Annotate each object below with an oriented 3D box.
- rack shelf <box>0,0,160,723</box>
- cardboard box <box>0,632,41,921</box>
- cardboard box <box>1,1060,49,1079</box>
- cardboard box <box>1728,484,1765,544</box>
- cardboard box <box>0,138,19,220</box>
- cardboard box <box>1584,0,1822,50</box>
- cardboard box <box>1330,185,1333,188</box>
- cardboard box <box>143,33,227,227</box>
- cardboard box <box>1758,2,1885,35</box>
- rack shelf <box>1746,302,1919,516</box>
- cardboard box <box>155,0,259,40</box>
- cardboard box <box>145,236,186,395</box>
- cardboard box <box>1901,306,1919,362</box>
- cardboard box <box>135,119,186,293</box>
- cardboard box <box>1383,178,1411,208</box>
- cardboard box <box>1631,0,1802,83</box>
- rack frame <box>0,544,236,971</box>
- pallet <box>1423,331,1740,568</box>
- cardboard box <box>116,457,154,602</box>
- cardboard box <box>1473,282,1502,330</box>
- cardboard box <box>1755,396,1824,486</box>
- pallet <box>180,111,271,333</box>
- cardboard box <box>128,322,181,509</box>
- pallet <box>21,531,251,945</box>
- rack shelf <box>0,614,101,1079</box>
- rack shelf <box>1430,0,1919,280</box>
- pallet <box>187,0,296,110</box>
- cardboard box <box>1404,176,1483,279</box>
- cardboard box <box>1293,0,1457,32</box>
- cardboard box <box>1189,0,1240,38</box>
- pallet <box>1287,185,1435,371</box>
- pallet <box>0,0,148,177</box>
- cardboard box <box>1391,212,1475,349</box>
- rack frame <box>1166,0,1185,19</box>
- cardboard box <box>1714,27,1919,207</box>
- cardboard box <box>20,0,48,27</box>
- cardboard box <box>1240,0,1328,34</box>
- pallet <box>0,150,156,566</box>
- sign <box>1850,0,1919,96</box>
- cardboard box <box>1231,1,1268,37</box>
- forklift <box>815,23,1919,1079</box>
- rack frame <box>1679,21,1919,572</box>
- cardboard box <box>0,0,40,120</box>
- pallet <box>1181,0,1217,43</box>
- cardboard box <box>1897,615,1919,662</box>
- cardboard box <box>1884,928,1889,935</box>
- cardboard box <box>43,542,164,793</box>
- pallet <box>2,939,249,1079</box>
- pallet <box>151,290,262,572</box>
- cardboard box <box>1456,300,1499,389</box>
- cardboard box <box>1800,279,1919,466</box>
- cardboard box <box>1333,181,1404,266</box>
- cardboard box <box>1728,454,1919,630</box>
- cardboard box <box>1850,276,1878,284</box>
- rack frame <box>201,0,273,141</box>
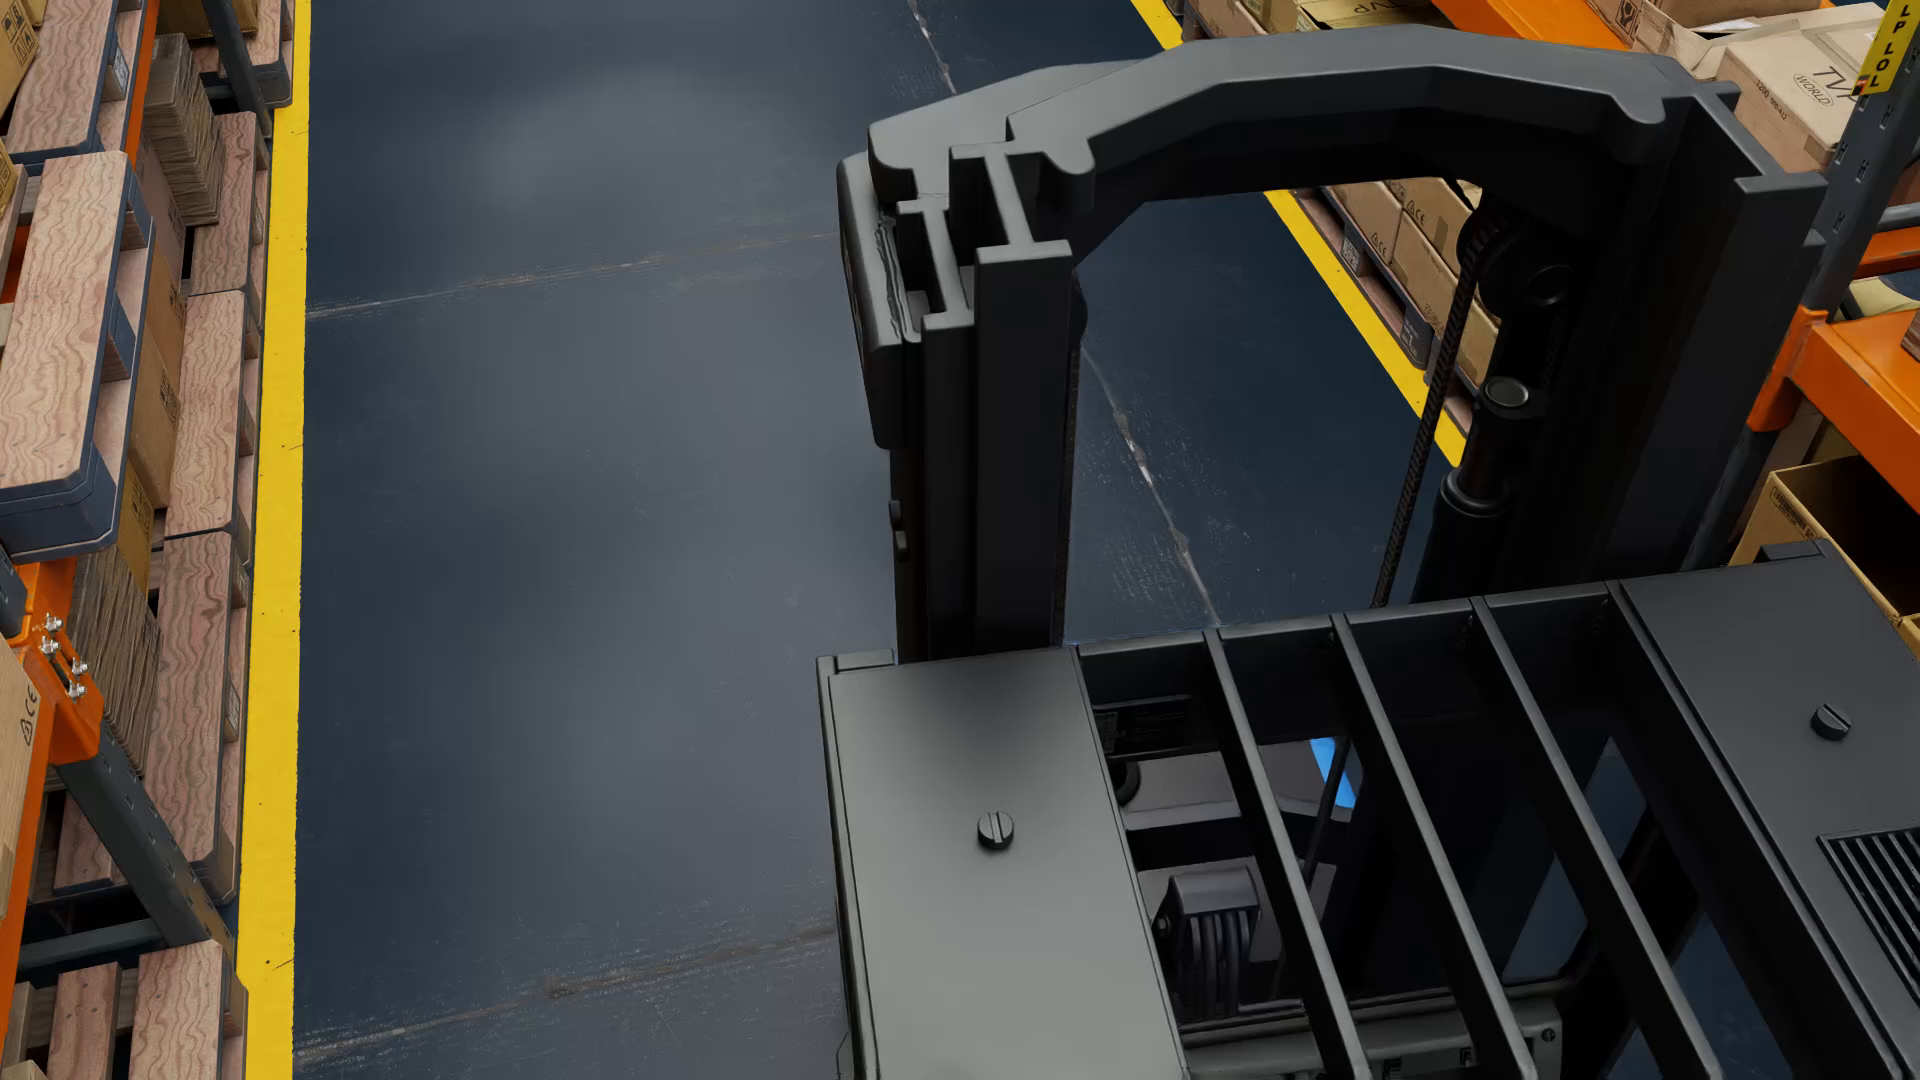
[{"bbox_3d":[-2.828,-1.020,4.653,1.077,0.370,4.000,-11,47,-10],"label":"rack shelf"},{"bbox_3d":[-1.902,0.426,2.824,0.500,0.250,0.500,-11,47,-10],"label":"cardboard box"},{"bbox_3d":[-2.150,1.310,3.542,0.380,0.166,0.250,-16,48,-15],"label":"cardboard box"},{"bbox_3d":[2.085,-0.218,4.994,0.500,0.250,0.500,-11,47,-11],"label":"cardboard box"},{"bbox_3d":[-2.550,-0.825,3.580,0.700,0.500,0.500,-6,46,-6],"label":"cardboard box"},{"bbox_3d":[2.156,-1.732,4.777,0.500,0.500,0.500,-8,46,-7],"label":"cardboard box"},{"bbox_3d":[1.566,-1.626,6.374,0.500,0.250,0.500,-12,47,-11],"label":"cardboard box"},{"bbox_3d":[-3.106,-1.445,6.008,0.700,0.500,0.500,-10,46,-10],"label":"cardboard box"},{"bbox_3d":[2.442,-1.361,4.659,0.380,0.149,0.250,-11,47,-10],"label":"cardboard box"},{"bbox_3d":[2.983,0.833,2.837,1.077,0.370,4.000,-11,47,-10],"label":"rack shelf"},{"bbox_3d":[-3.402,-2.579,6.889,0.750,0.750,0.750,-11,47,-11],"label":"cardboard box"},{"bbox_3d":[-2.932,-0.730,5.307,0.700,0.500,0.500,-11,47,-11],"label":"cardboard box"},{"bbox_3d":[2.591,-0.529,3.599,0.700,0.500,0.500,-12,47,-11],"label":"cardboard box"},{"bbox_3d":[-3.086,-1.068,5.638,0.700,0.500,0.500,-11,47,-10],"label":"cardboard box"},{"bbox_3d":[1.701,-1.458,5.818,0.500,0.311,0.500,-11,47,-11],"label":"cardboard box"},{"bbox_3d":[2.069,-1.326,4.543,0.396,0.266,0.258,-12,47,-11],"label":"cardboard box"},{"bbox_3d":[-2.316,0.109,3.043,1.000,3.000,0.127,-11,47,-10],"label":"rack frame"},{"bbox_3d":[2.245,-0.325,5.421,1.003,0.211,1.213,-11,47,-10],"label":"pallet"},{"bbox_3d":[-2.702,-0.023,4.615,0.700,0.500,0.500,-12,47,-11],"label":"cardboard box"},{"bbox_3d":[1.951,-0.766,5.139,0.500,0.311,0.500,-10,46,-9],"label":"cardboard box"},{"bbox_3d":[2.091,-0.408,4.788,0.500,0.311,0.500,-11,47,-10],"label":"cardboard box"},{"bbox_3d":[-3.142,-1.137,6.217,1.003,0.211,1.213,-11,47,-10],"label":"pallet"},{"bbox_3d":[-2.793,-0.383,4.967,0.700,0.500,0.500,-10,46,-10],"label":"cardboard box"},{"bbox_3d":[-2.517,0.547,4.566,1.003,0.211,1.213,-11,47,-10],"label":"pallet"},{"bbox_3d":[-1.804,1.741,1.947,1.077,0.370,4.000,-11,47,-10],"label":"rack shelf"},{"bbox_3d":[1.959,-1.929,5.544,1.077,0.370,4.000,-11,47,-10],"label":"rack shelf"},{"bbox_3d":[-3.469,-2.235,7.293,1.003,0.211,1.213,-11,47,-10],"label":"pallet"},{"bbox_3d":[1.826,-1.111,5.477,0.500,0.311,0.500,-11,47,-10],"label":"cardboard box"},{"bbox_3d":[1.569,-1.813,6.165,0.500,0.311,0.500,-12,47,-11],"label":"cardboard box"},{"bbox_3d":[1.298,-2.331,7.065,0.500,0.250,0.500,-11,47,-10],"label":"cardboard box"},{"bbox_3d":[1.929,-1.169,6.248,1.003,0.211,1.213,-11,47,-10],"label":"pallet"},{"bbox_3d":[-2.794,-1.227,4.486,1.003,0.211,1.213,-11,47,-10],"label":"pallet"},{"bbox_3d":[1.826,-0.920,5.683,0.500,0.250,0.500,-10,46,-9],"label":"cardboard box"},{"bbox_3d":[1.447,-3.561,6.640,1.000,3.000,0.127,-11,47,-10],"label":"rack frame"},{"bbox_3d":[2.303,-1.079,4.312,0.500,0.250,0.500,-8,46,-8],"label":"cardboard box"},{"bbox_3d":[-2.870,-1.663,4.402,0.700,0.500,0.500,-11,47,-10],"label":"cardboard box"},{"bbox_3d":[1.440,-2.166,6.511,0.500,0.311,0.500,-12,47,-11],"label":"cardboard box"},{"bbox_3d":[-2.371,-0.379,3.655,1.003,0.211,1.213,-11,47,-10],"label":"pallet"},{"bbox_3d":[1.949,-1.071,3.444,0.100,0.325,0.005,-11,47,-10],"label":"sign"},{"bbox_3d":[1.427,-1.984,6.725,0.500,0.250,0.500,-12,47,-11],"label":"cardboard box"},{"bbox_3d":[0.438,0.991,2.226,1.130,2.935,3.031,-6,46,-6],"label":"forklift"},{"bbox_3d":[2.471,-0.800,3.933,1.000,3.000,0.127,-11,47,-10],"label":"rack frame"},{"bbox_3d":[-2.749,-1.274,4.020,0.700,0.500,0.500,-5,46,-5],"label":"cardboard box"},{"bbox_3d":[1.620,-2.010,7.072,1.003,0.211,1.213,-11,47,-10],"label":"pallet"},{"bbox_3d":[2.423,0.474,3.791,0.500,0.500,0.500,-11,47,-10],"label":"cardboard box"},{"bbox_3d":[2.420,0.737,4.058,0.500,0.250,0.500,-11,47,-10],"label":"cardboard box"},{"bbox_3d":[-2.521,0.324,4.274,0.700,0.500,0.500,-9,46,-9],"label":"cardboard box"},{"bbox_3d":[-2.110,1.542,3.591,1.003,0.211,1.213,-11,47,-10],"label":"pallet"},{"bbox_3d":[-2.833,-0.297,5.393,1.003,0.211,1.213,-11,47,-10],"label":"pallet"},{"bbox_3d":[1.957,-0.567,5.337,0.500,0.250,0.500,-11,47,-11],"label":"cardboard box"},{"bbox_3d":[2.606,-0.511,4.890,0.500,0.311,0.500,-11,47,-10],"label":"cardboard box"},{"bbox_3d":[1.697,-1.272,6.027,0.500,0.250,0.500,-10,46,-10],"label":"cardboard box"},{"bbox_3d":[2.287,0.131,4.128,0.500,0.500,0.500,-11,47,-10],"label":"cardboard box"},{"bbox_3d":[2.483,-0.858,5.229,0.500,0.311,0.500,-11,47,-11],"label":"cardboard box"},{"bbox_3d":[-3.340,-2.653,5.750,1.000,3.000,0.127,-11,47,-10],"label":"rack frame"}]
